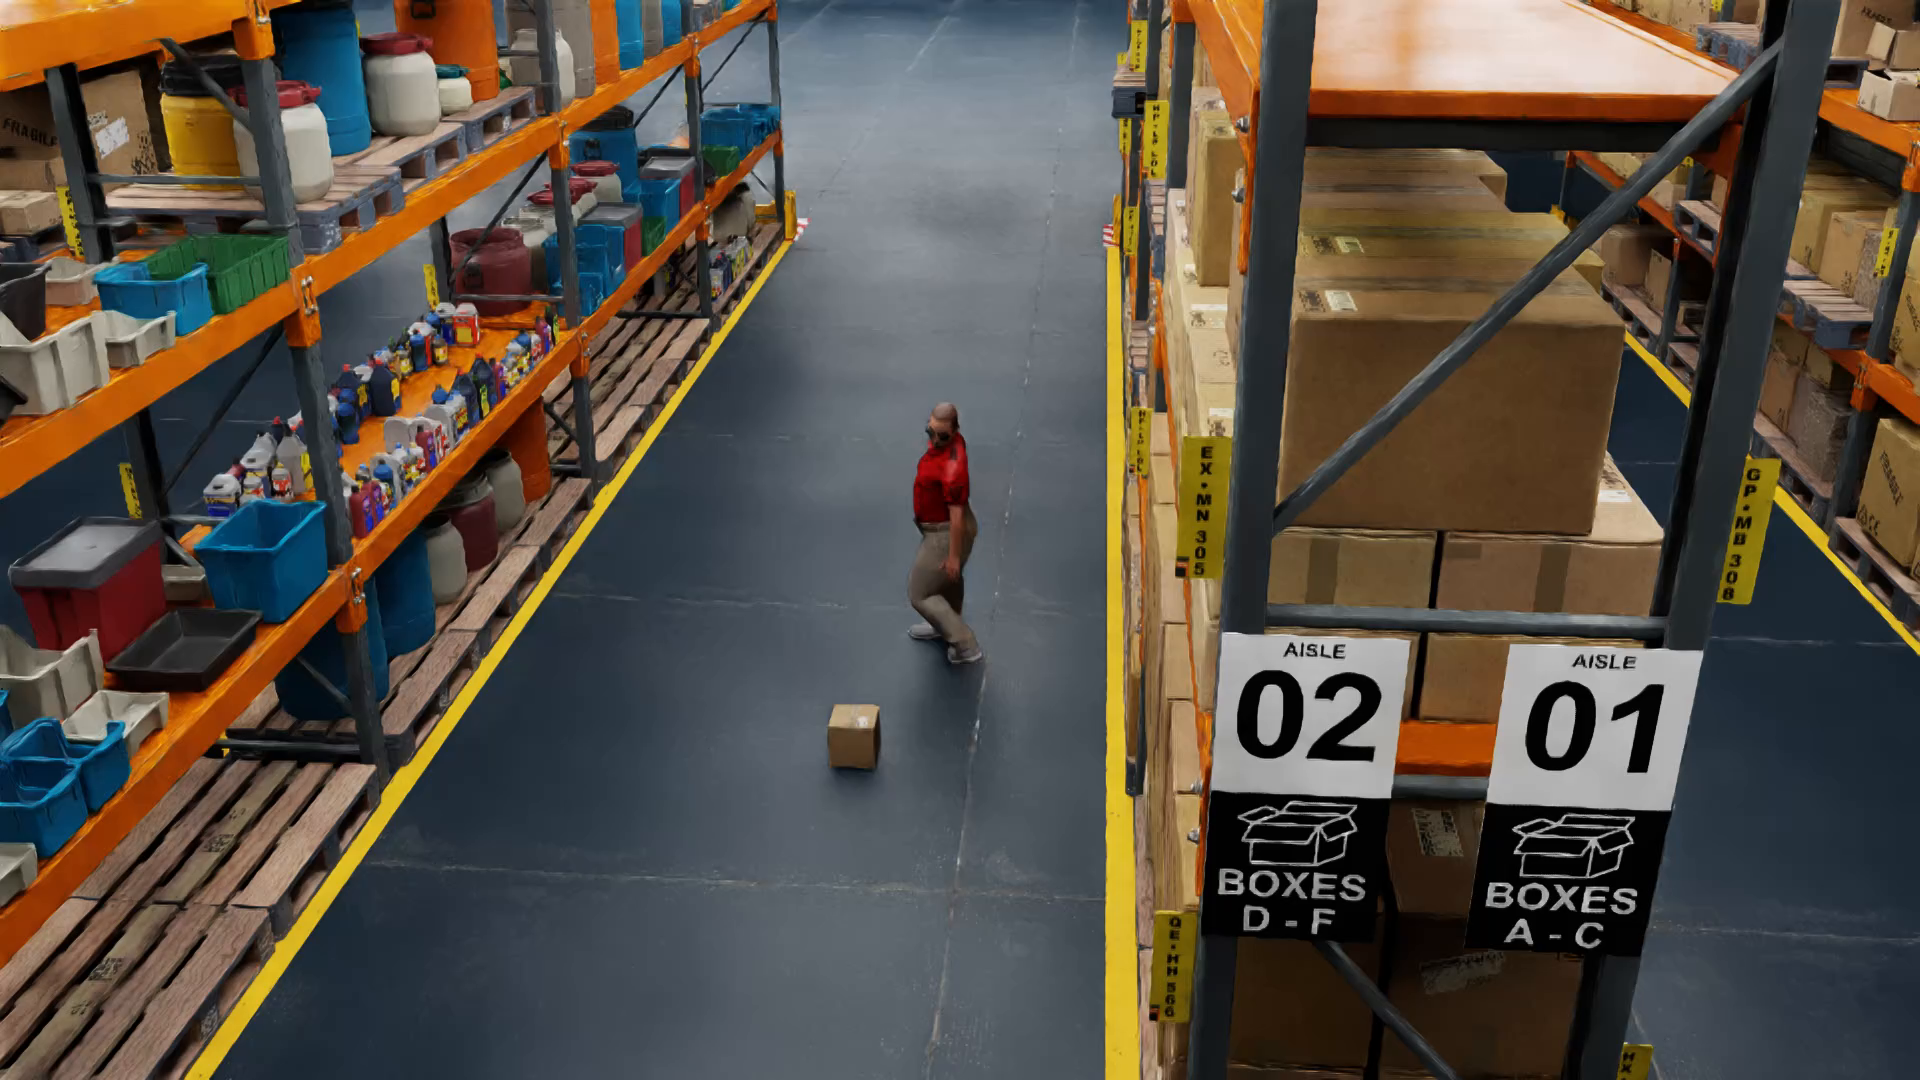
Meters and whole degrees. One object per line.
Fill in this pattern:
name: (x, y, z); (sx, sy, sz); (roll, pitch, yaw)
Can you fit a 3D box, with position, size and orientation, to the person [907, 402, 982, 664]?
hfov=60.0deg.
person: (-0.107, -0.056, 9.782); (0.506, 1.697, 0.675); (3, 25, 7)
